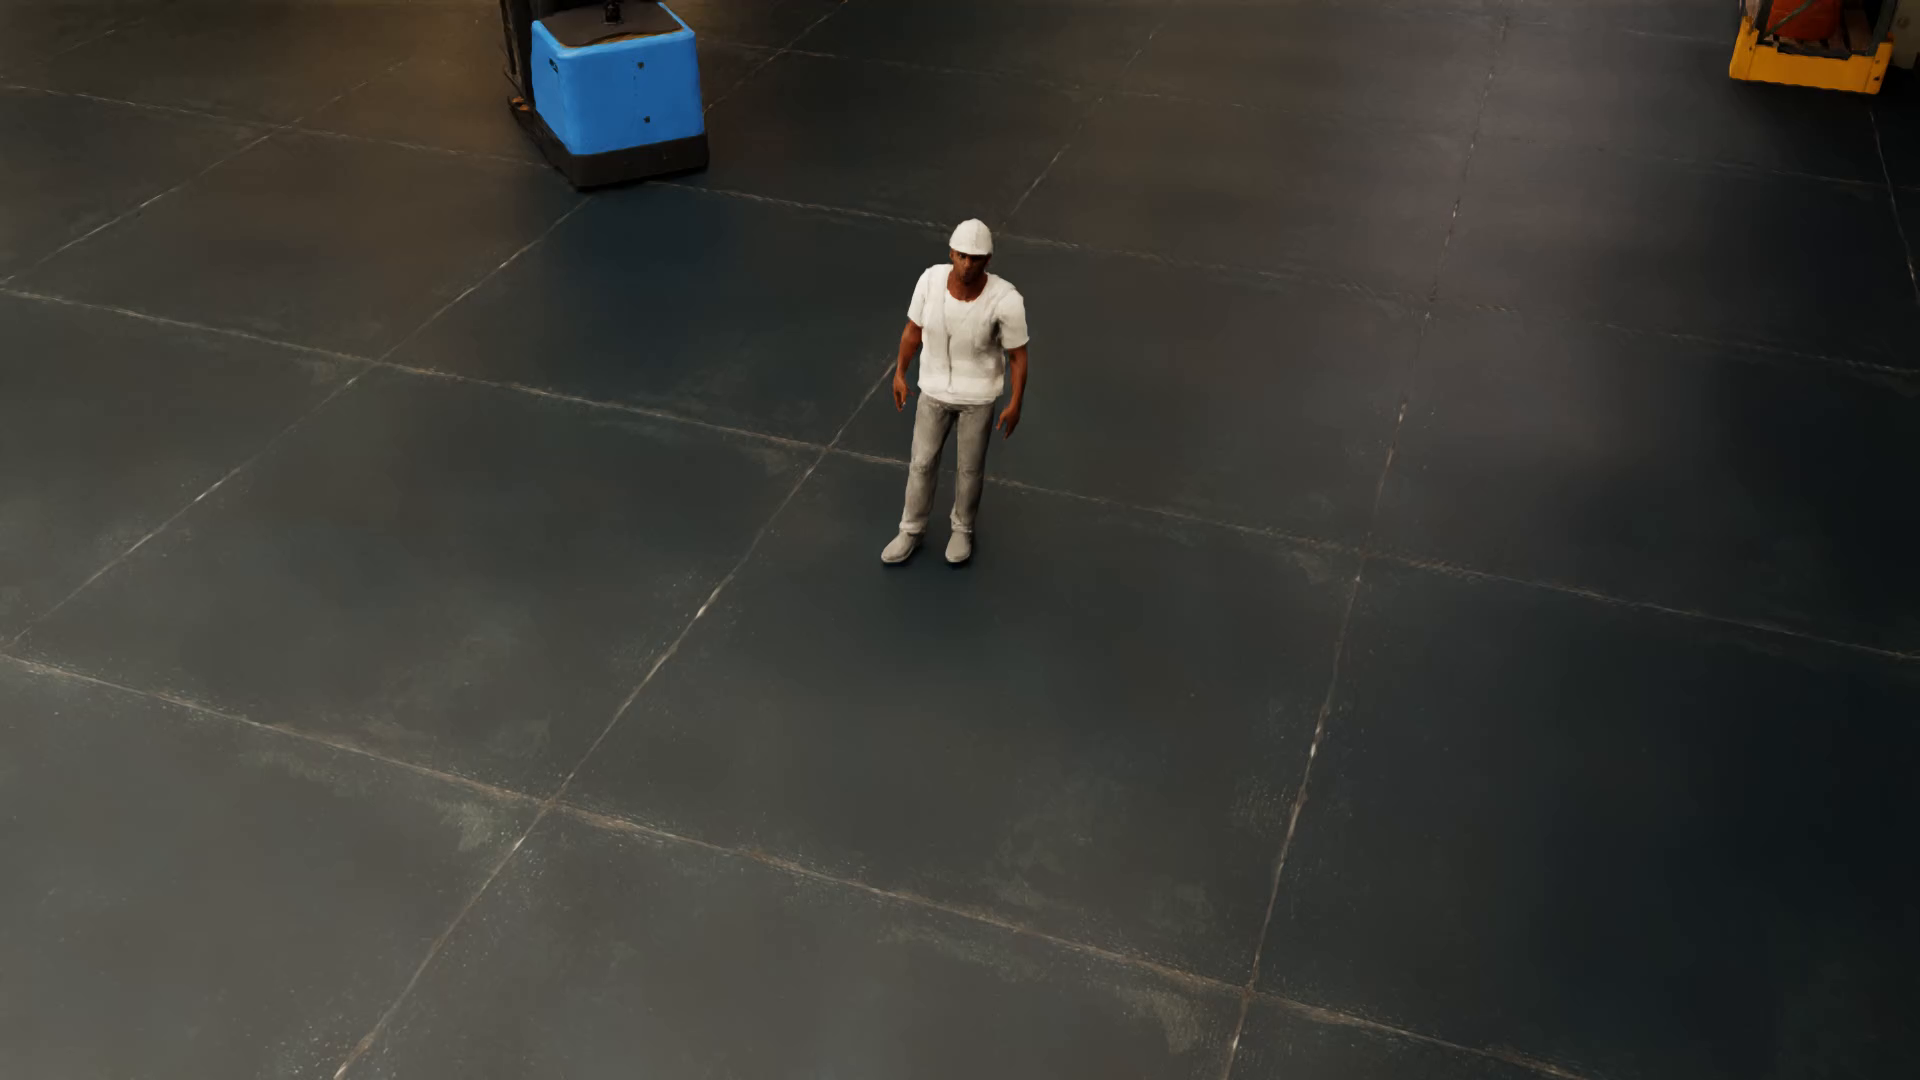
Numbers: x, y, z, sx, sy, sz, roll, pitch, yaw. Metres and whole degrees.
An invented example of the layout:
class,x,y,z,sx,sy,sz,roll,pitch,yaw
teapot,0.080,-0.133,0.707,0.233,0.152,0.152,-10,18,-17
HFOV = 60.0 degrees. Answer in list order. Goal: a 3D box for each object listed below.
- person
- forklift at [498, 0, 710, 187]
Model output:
class,x,y,z,sx,sy,sz,roll,pitch,yaw
person,-0.028,-0.689,8.078,0.665,1.766,0.576,12,37,16
forklift,-2.999,-4.615,12.620,1.130,2.935,3.031,-16,38,-21
